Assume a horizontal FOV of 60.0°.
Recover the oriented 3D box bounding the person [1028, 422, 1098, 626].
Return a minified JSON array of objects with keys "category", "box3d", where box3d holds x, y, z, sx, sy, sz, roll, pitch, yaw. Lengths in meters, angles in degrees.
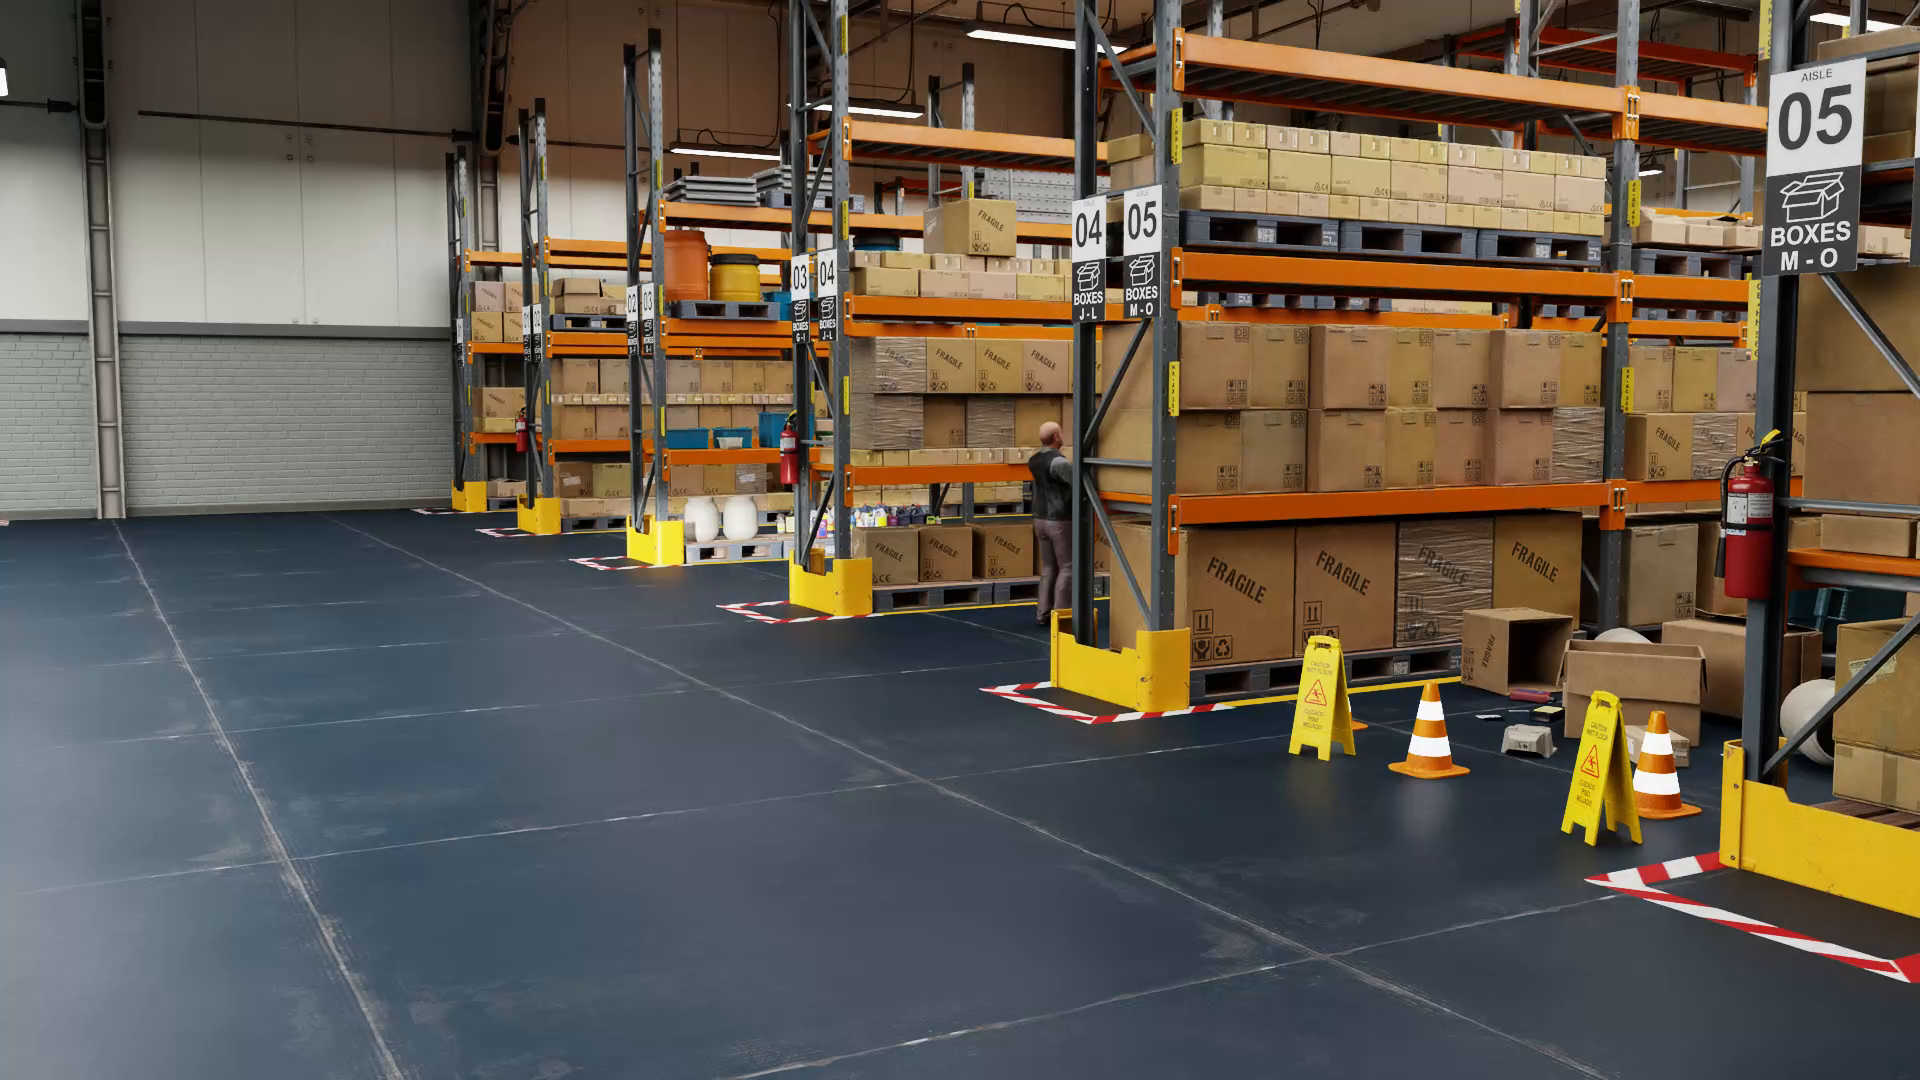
[{"category":"person","box3d":[0.879,-0.131,13.911,0.550,1.716,0.498,-3,6,-29]}]
